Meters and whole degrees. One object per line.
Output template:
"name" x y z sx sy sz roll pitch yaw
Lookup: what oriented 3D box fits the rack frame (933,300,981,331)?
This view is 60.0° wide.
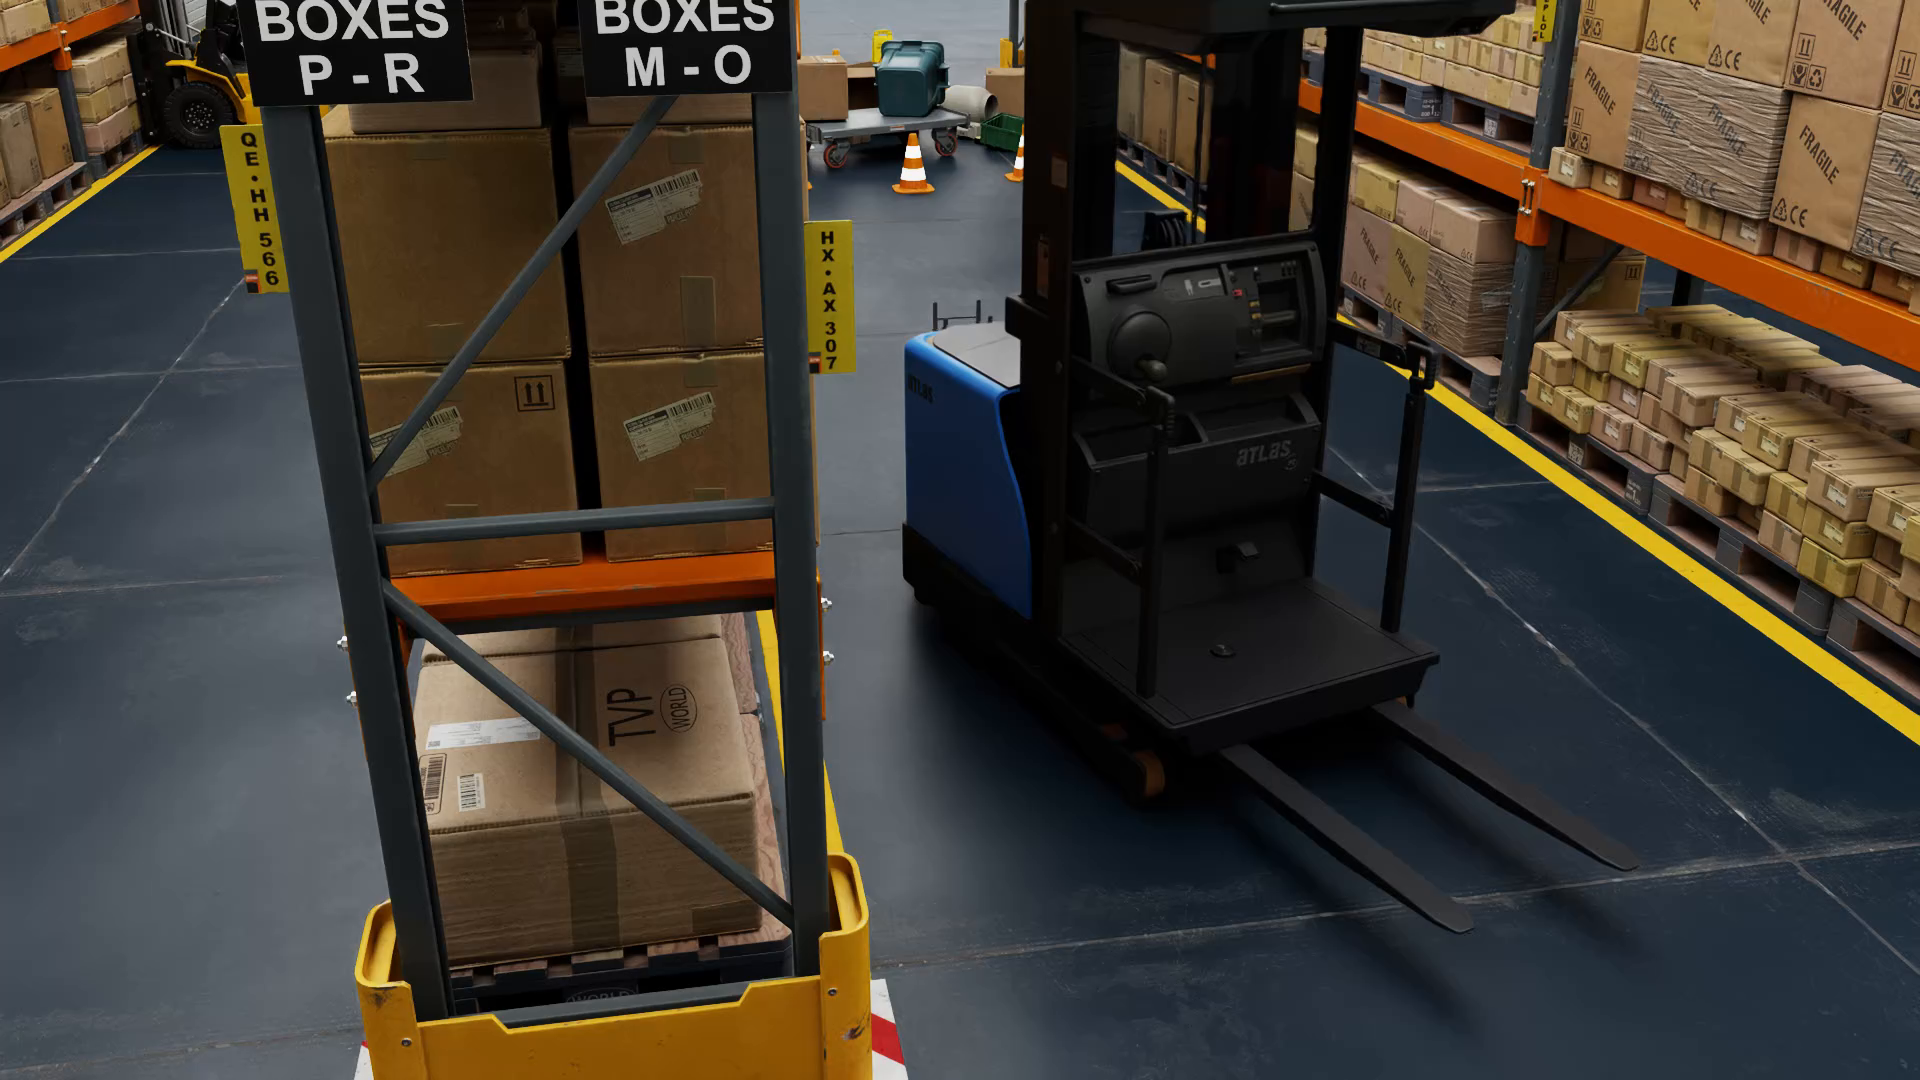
"rack frame" -0.013 -0.508 7.102 0.200 1.050 0.008 -4 24 -10

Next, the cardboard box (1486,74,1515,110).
"cardboard box" 2.972 -2.334 8.636 0.380 0.149 0.250 -4 24 -9

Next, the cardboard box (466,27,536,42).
"cardboard box" -1.151 -1.059 3.743 0.380 0.149 0.250 -4 24 -9

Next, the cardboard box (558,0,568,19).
"cardboard box" -1.469 -1.766 5.362 0.380 0.149 0.250 -4 24 -10

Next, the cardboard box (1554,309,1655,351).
"cardboard box" 3.149 -1.021 8.134 0.380 0.149 0.250 -3 24 -8

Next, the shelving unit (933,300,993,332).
"shelving unit" 0.010 -0.460 6.992 0.215 1.050 0.252 -4 24 -10

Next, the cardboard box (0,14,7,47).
"cardboard box" -7.404 -3.742 12.258 0.500 0.250 0.500 -4 24 -9

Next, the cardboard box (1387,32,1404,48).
"cardboard box" 2.734 -2.983 9.749 0.380 0.149 0.250 -3 24 -8

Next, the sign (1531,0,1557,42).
"sign" 2.744 -2.501 7.783 0.100 0.325 0.005 -4 24 -10

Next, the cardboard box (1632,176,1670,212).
"cardboard box" 3.241 -1.565 7.400 0.380 0.149 0.250 -5 24 -12

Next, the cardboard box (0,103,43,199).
"cardboard box" -7.671 -2.979 12.765 0.875 0.625 0.625 -5 24 -10

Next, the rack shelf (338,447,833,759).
"rack shelf" -1.188 -0.491 5.525 1.077 0.370 4.000 -4 24 -10

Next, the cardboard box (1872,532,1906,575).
"cardboard box" 3.604 0.034 6.090 0.380 0.149 0.250 -5 24 -10

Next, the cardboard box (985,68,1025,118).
"cardboard box" 0.514 -4.550 17.040 0.500 0.500 0.500 0 24 -1

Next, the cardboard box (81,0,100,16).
"cardboard box" -7.852 -4.828 14.432 0.500 0.500 0.500 -4 24 -9

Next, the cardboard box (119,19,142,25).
"cardboard box" -8.262 -5.191 17.049 0.500 0.250 0.500 -4 24 -8

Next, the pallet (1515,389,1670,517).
"pallet" 3.448 -0.474 8.071 1.003 0.211 1.213 -4 24 -10

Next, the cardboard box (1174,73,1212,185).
"cardboard box" 2.360 -3.338 13.431 1.050 0.750 0.750 -4 24 -9

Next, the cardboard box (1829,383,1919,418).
"cardboard box" 3.924 -0.544 7.041 0.380 0.149 0.250 -5 24 -12

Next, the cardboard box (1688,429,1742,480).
"cardboard box" 3.316 -0.363 6.999 0.380 0.149 0.250 -4 24 -10

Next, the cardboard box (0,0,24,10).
"cardboard box" -7.470 -4.169 12.611 0.500 0.250 0.500 -5 24 -11

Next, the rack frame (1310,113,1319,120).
"rack frame" 2.549 -3.587 11.714 1.000 3.000 0.127 -4 24 -10

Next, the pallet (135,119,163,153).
"pallet" -8.249 -3.904 15.925 1.003 0.211 1.213 -4 24 -10

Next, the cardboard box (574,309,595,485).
"cardboard box" -1.245 -0.448 4.404 0.500 0.500 0.500 -5 24 -11

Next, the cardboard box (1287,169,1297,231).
"cardboard box" 2.429 -2.336 11.450 0.500 0.500 0.500 -5 24 -12

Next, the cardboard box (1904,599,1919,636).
"cardboard box" 3.615 0.279 5.901 0.380 0.149 0.250 -4 24 -10

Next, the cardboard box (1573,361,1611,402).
"cardboard box" 3.176 -0.776 7.945 0.380 0.149 0.250 -4 24 -9

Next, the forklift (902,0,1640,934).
"forklift" 0.898 -0.711 5.215 1.130 2.935 3.031 -12 26 -25

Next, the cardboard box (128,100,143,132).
"cardboard box" -7.898 -3.932 15.415 0.500 0.250 0.500 -4 24 -9

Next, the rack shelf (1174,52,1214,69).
"rack shelf" 2.179 -4.044 13.659 1.077 0.370 4.000 -4 24 -10

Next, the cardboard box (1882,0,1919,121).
"cardboard box" 3.500 -1.645 5.523 0.500 0.500 0.500 -3 24 -7

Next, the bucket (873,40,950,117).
"bucket" -0.482 -4.239 15.399 0.726 0.611 0.620 4 34 9

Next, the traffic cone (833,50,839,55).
"traffic cone" -1.401 -5.307 18.823 0.336 0.463 0.334 -4 24 -10

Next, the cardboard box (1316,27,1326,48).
"cardboard box" 2.533 -3.261 10.759 0.380 0.149 0.250 -3 24 -7

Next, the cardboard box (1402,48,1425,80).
"cardboard box" 2.777 -2.744 9.575 0.380 0.149 0.250 -3 24 -7

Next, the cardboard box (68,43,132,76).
"cardboard box" -7.883 -4.386 15.206 0.500 0.250 0.500 -3 24 -8

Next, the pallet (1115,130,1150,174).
"pallet" 2.026 -3.584 15.192 1.003 0.211 1.213 -4 24 -10

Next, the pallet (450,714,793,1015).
"pallet" -1.043 0.936 4.844 1.003 0.211 1.213 -4 24 -10

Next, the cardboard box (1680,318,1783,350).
"cardboard box" 3.696 -0.954 7.979 0.380 0.149 0.250 -4 24 -9

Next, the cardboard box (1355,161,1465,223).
"cardboard box" 2.709 -2.088 9.945 0.500 0.250 0.500 -5 24 -12

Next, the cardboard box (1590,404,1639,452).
"cardboard box" 3.186 -0.534 7.761 0.380 0.149 0.250 -4 24 -10

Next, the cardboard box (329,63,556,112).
"cardboard box" -1.266 -0.913 4.219 0.500 0.500 0.500 -4 24 -10

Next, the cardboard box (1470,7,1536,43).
"cardboard box" 2.926 -2.714 8.762 0.380 0.149 0.250 -5 24 -11

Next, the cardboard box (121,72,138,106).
"cardboard box" -7.877 -4.156 15.304 0.500 0.250 0.500 -5 24 -10

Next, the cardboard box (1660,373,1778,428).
"cardboard box" 3.274 -0.605 7.182 0.380 0.149 0.250 -4 24 -9

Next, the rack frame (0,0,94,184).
"rack frame" -7.914 -4.385 13.542 1.000 3.000 0.127 -4 24 -10

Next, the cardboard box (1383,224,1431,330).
"cardboard box" 2.810 -1.534 9.614 0.500 0.500 0.500 -5 24 -11

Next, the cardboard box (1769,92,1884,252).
"cardboard box" 3.417 -1.378 6.161 0.500 0.500 0.500 -3 24 -7

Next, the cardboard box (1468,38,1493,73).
"cardboard box" 2.928 -2.570 8.804 0.380 0.149 0.250 -3 24 -7

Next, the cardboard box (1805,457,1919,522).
"cardboard box" 3.429 -0.192 6.235 0.380 0.149 0.250 -3 24 -8

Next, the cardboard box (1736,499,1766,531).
"cardboard box" 3.444 -0.127 6.831 0.380 0.149 0.250 -4 24 -8

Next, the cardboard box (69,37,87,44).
"cardboard box" -8.485 -4.550 15.582 0.500 0.250 0.500 -5 24 -11

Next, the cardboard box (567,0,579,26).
"cardboard box" -1.620 -1.707 6.036 0.500 0.500 0.500 -5 24 -10

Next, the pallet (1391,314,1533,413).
"pallet" 3.143 -1.041 9.371 1.003 0.211 1.213 -4 24 -10

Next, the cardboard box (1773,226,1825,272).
"cardboard box" 3.406 -1.146 6.440 0.380 0.149 0.250 -3 24 -8

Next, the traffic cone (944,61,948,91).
"traffic cone" -0.228 -5.257 18.708 0.336 0.463 0.334 -4 24 -10

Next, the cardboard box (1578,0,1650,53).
"cardboard box" 3.133 -2.458 7.384 0.500 0.500 0.500 -4 24 -8
